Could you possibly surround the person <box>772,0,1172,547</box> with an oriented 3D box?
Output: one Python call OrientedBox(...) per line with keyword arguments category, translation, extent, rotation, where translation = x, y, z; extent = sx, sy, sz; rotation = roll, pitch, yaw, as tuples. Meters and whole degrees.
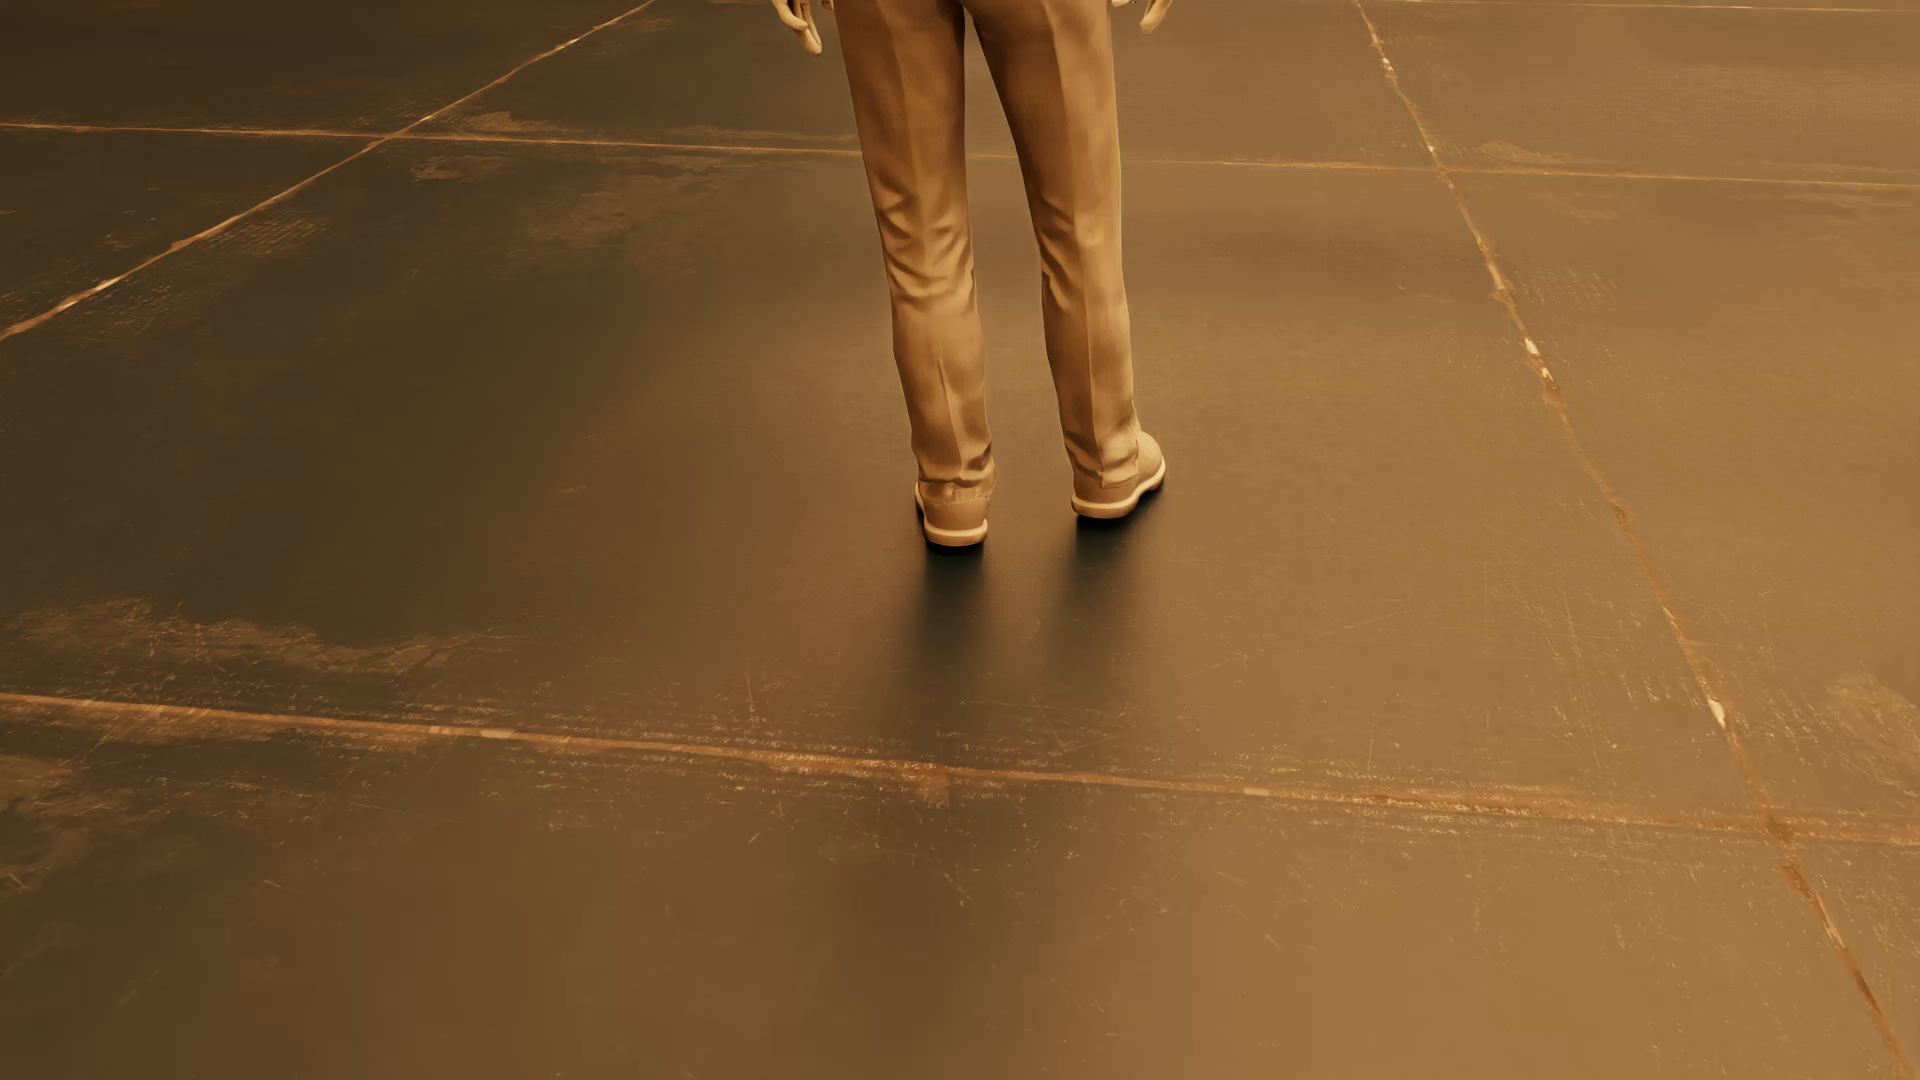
OrientedBox(category="person", translation=(0.017, -0.799, 2.187), extent=(0.587, 1.695, 0.513), rotation=(3, 27, 7))
